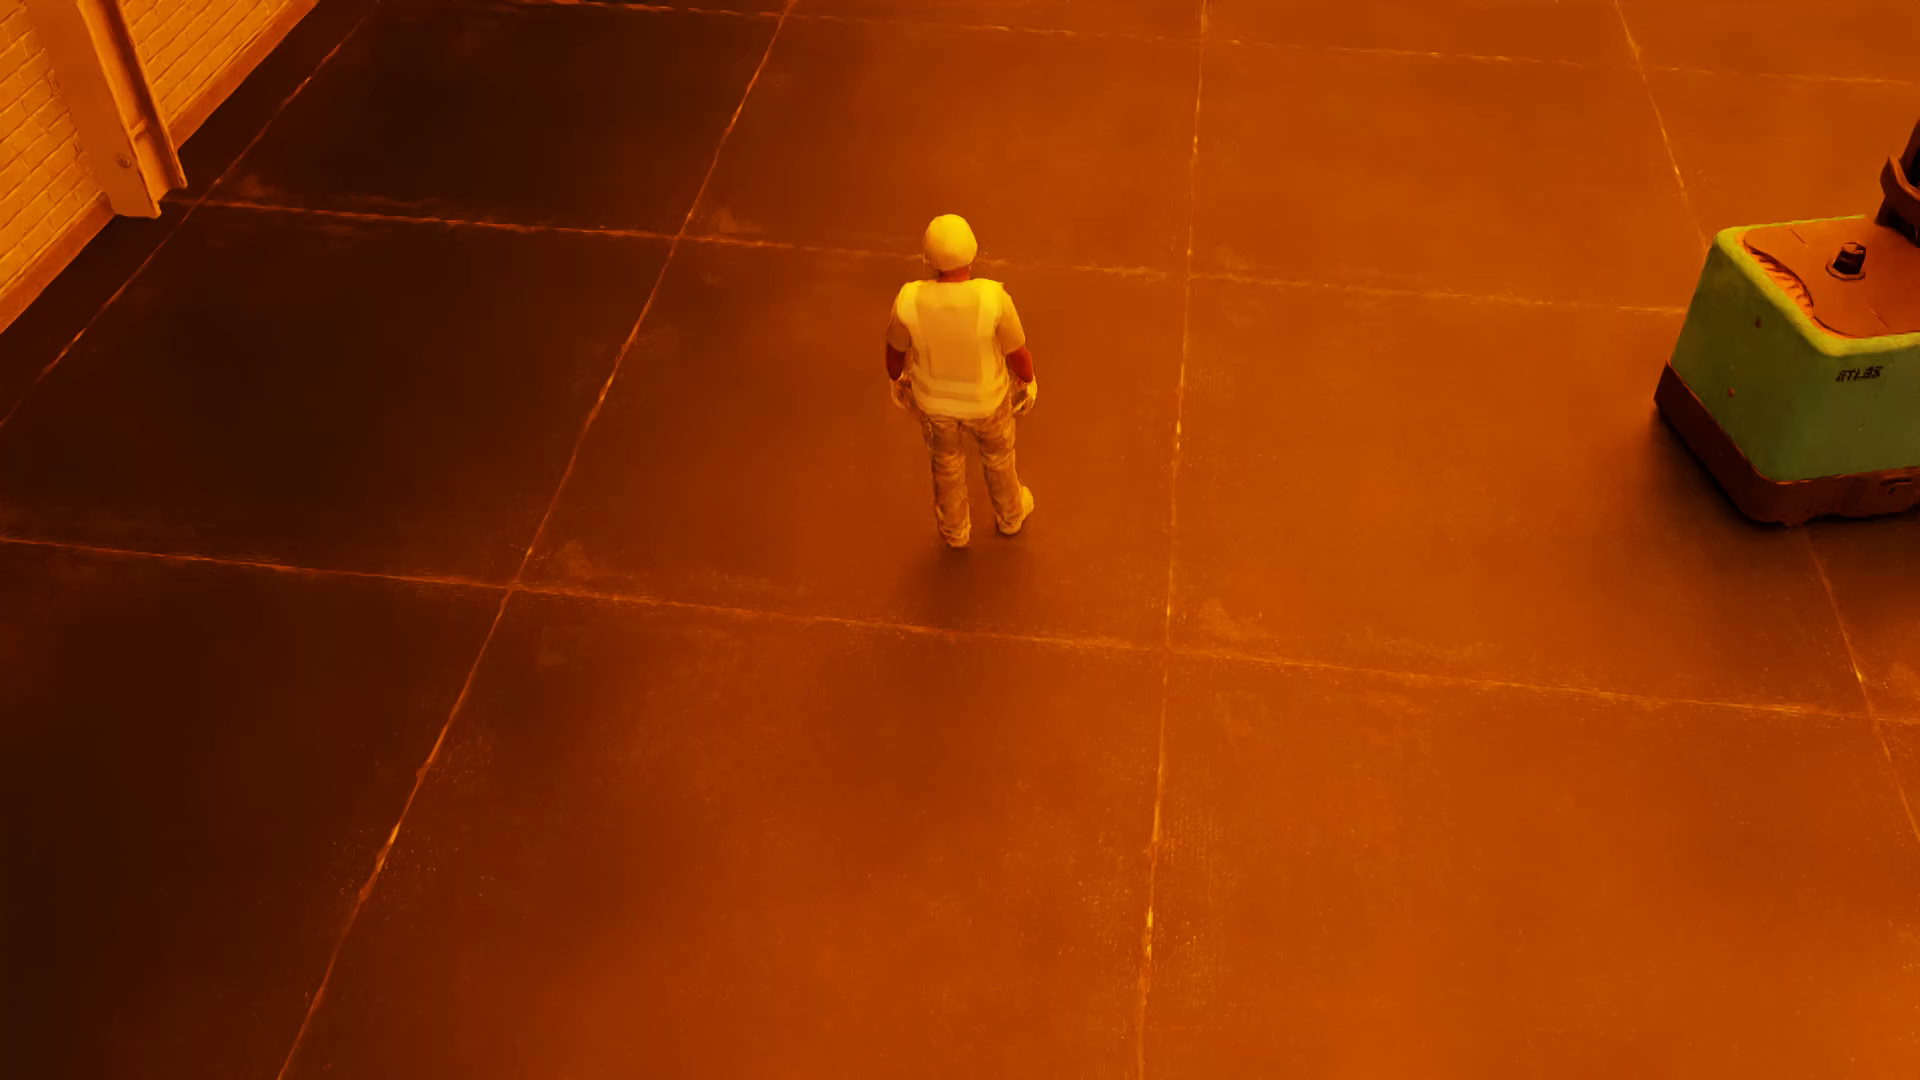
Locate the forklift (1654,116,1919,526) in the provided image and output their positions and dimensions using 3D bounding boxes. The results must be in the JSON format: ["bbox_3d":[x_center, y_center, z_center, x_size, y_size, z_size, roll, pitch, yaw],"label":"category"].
[{"bbox_3d":[5.144,-1.624,7.492,3.031,2.935,1.130,-7,43,-7],"label":"forklift"}]

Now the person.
[{"bbox_3d":[0.017,-0.710,7.335,0.655,1.782,0.576,5,43,6],"label":"person"}]
